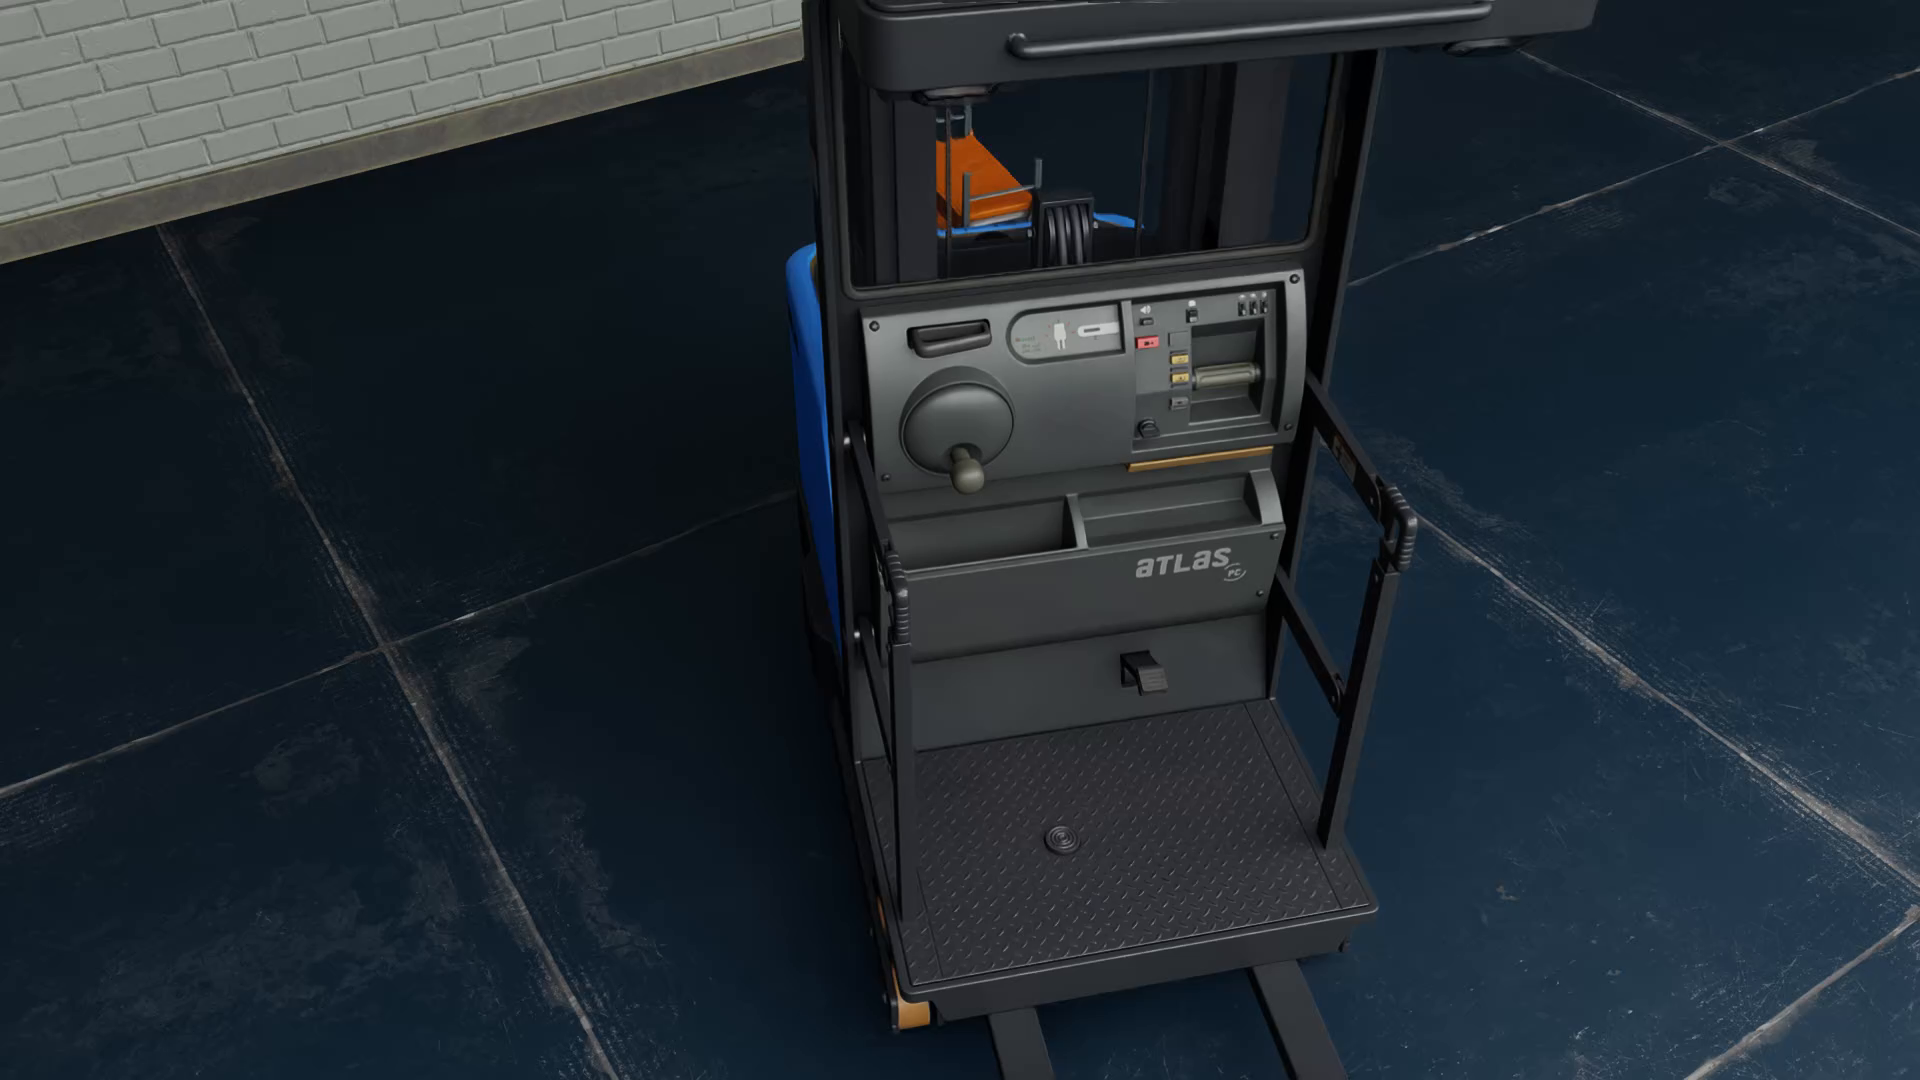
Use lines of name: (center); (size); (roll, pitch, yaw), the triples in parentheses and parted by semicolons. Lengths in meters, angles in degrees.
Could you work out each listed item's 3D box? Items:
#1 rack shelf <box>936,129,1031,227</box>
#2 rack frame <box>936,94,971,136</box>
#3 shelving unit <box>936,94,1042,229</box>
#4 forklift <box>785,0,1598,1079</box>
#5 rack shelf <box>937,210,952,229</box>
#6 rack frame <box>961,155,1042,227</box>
rack shelf: (0.019, -1.030, 4.935); (0.258, 0.148, 0.480); (-16, 42, -18)
rack frame: (-0.078, -0.872, 5.359); (0.240, 1.200, 0.015); (-16, 42, -18)
shelving unit: (0.019, -0.728, 5.187); (0.258, 1.200, 0.503); (-16, 42, -18)
forklift: (0.312, -0.254, 3.265); (1.130, 2.935, 3.031); (-8, 40, -9)
rack shelf: (0.019, -0.849, 5.087); (0.258, 0.148, 0.480); (-16, 42, -18)
rack frame: (0.116, -0.585, 5.015); (0.240, 1.200, 0.015); (-16, 42, -18)
